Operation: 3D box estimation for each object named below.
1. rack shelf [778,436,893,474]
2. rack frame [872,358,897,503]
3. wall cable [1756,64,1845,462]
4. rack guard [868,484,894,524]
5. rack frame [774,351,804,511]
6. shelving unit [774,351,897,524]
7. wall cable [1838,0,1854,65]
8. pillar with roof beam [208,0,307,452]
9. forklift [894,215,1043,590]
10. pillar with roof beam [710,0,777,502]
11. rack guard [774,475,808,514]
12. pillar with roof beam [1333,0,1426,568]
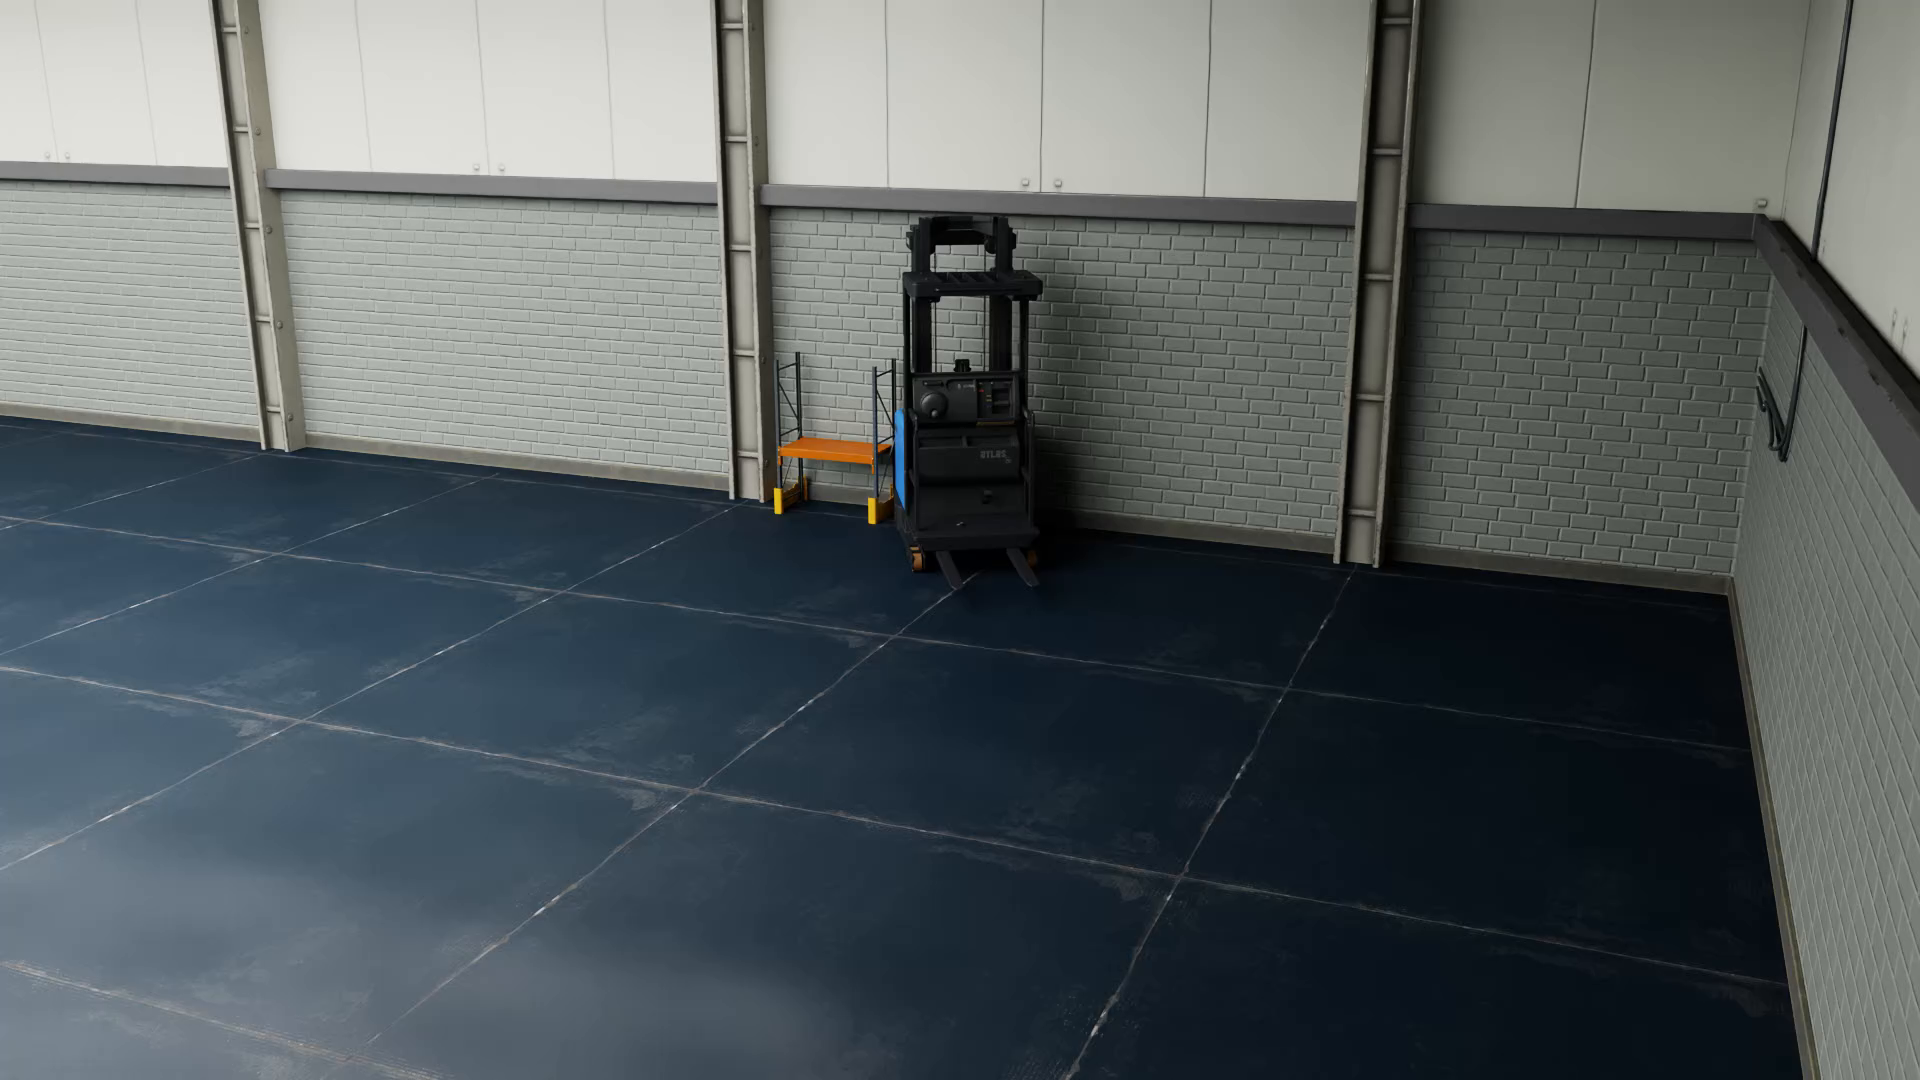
[{"bbox_3d":[-1.187,-0.827,16.052,1.000,0.185,0.538,6,17,20],"label":"rack shelf"},{"bbox_3d":[-0.713,-0.948,15.827,0.032,1.500,0.500,6,17,20],"label":"rack frame"},{"bbox_3d":[5.764,-2.005,11.585,0.112,2.526,3.097,6,17,21],"label":"wall cable"},{"bbox_3d":[-0.731,-0.350,16.008,0.087,0.250,0.587,6,17,20],"label":"rack guard"},{"bbox_3d":[-1.662,-1.050,16.178,0.032,1.500,0.500,6,17,20],"label":"rack frame"},{"bbox_3d":[-1.196,-1.000,16.005,1.083,1.500,0.587,6,17,20],"label":"shelving unit"},{"bbox_3d":[4.771,-3.729,8.464,0.112,2.526,3.097,6,17,21],"label":"wall cable"},{"bbox_3d":[-9.234,-4.251,13.754,0.400,9.000,9.100,6,17,21],"label":"pillar with roof beam"},{"bbox_3d":[0.085,-1.236,14.249,1.130,2.935,3.031,-2,16,-8],"label":"forklift"},{"bbox_3d":[-3.652,-3.638,11.640,0.400,9.000,9.100,6,17,21],"label":"pillar with roof beam"},{"bbox_3d":[-1.660,-0.450,16.351,0.087,0.250,0.587,6,17,20],"label":"rack guard"},{"bbox_3d":[1.929,-3.024,9.526,0.400,9.000,9.100,6,17,21],"label":"pillar with roof beam"}]
